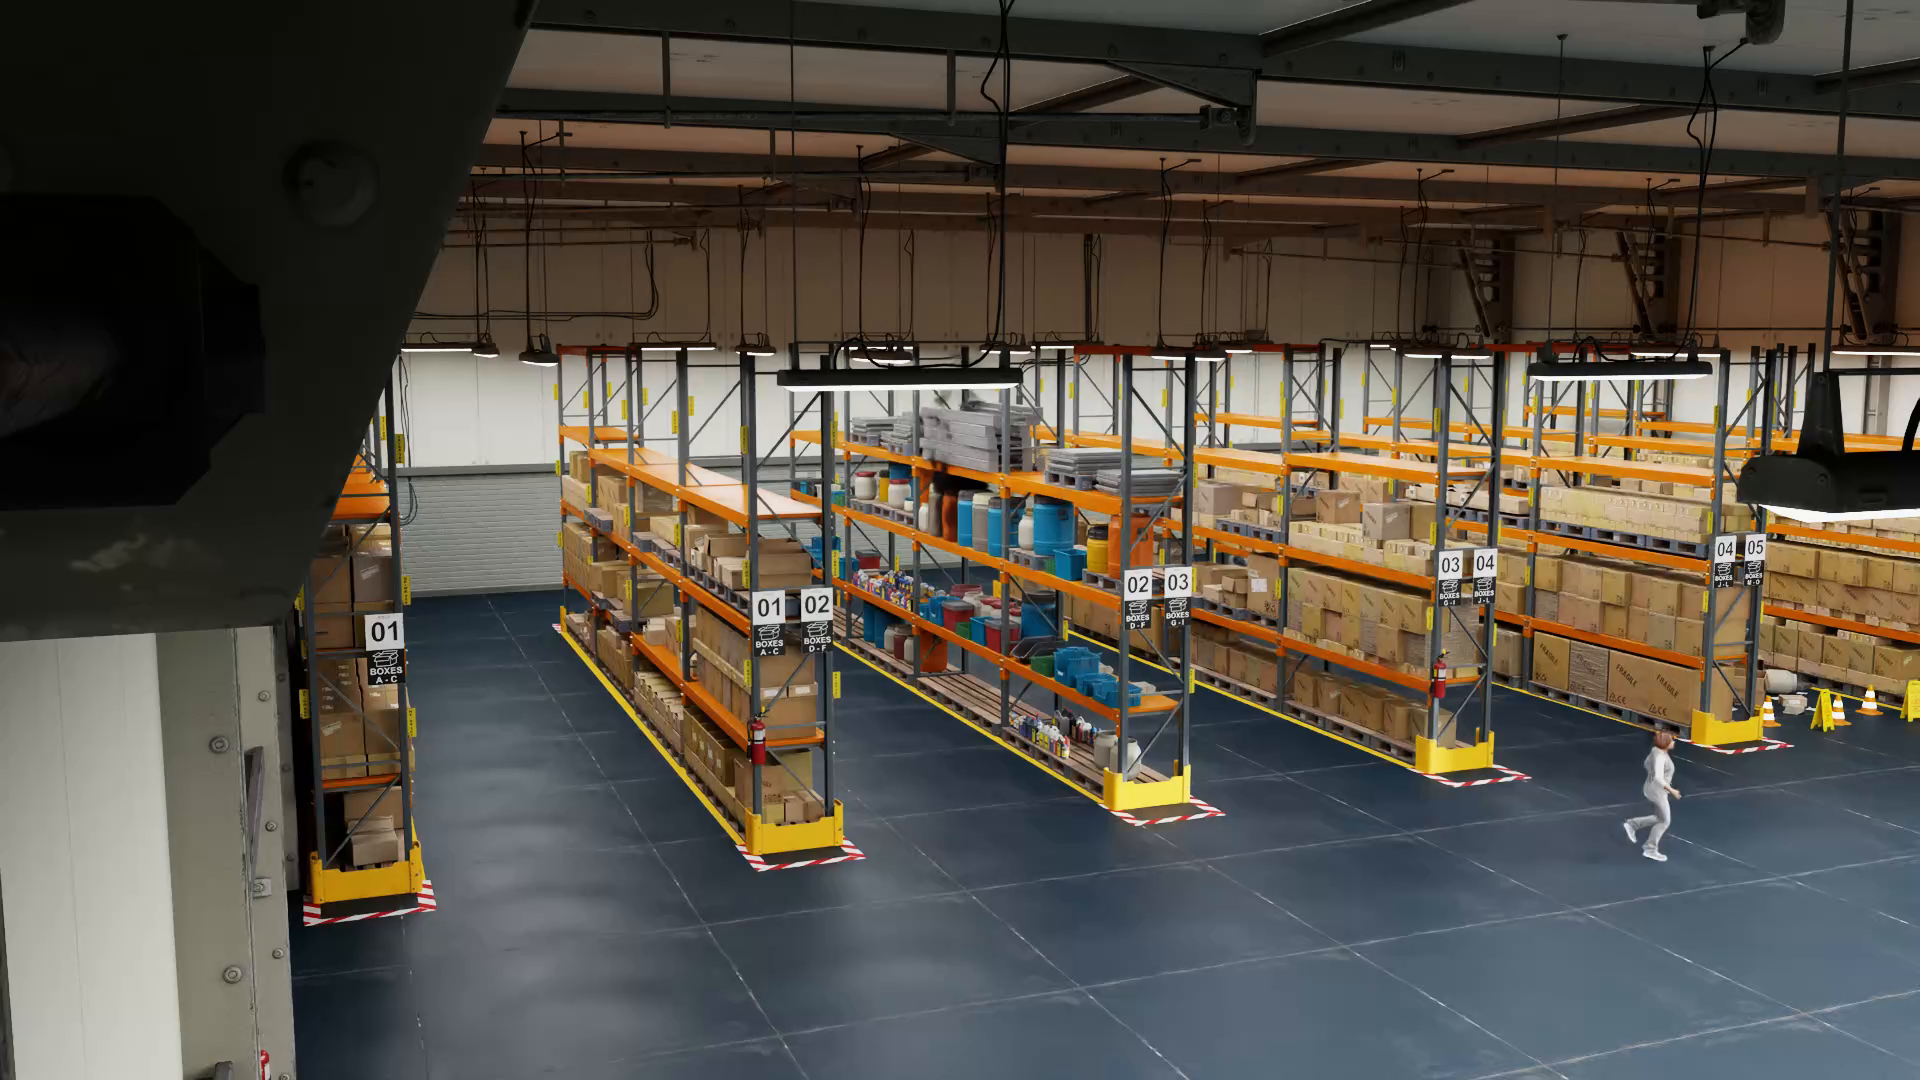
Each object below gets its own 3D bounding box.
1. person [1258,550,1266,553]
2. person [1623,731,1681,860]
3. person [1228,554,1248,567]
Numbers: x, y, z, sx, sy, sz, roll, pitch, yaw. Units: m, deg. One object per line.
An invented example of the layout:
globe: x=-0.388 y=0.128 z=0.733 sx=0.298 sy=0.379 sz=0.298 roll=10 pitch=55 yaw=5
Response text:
person: x=6.344 y=1.055 z=34.725 sx=0.747 sy=1.756 sz=0.680 roll=-3 pitch=8 yaw=-20
person: x=8.290 y=3.048 z=19.920 sx=0.610 sy=1.573 sz=0.554 roll=2 pitch=8 yaw=15
person: x=7.081 y=0.131 z=42.235 sx=0.829 sy=1.733 sz=0.592 roll=-2 pitch=8 yaw=-15
